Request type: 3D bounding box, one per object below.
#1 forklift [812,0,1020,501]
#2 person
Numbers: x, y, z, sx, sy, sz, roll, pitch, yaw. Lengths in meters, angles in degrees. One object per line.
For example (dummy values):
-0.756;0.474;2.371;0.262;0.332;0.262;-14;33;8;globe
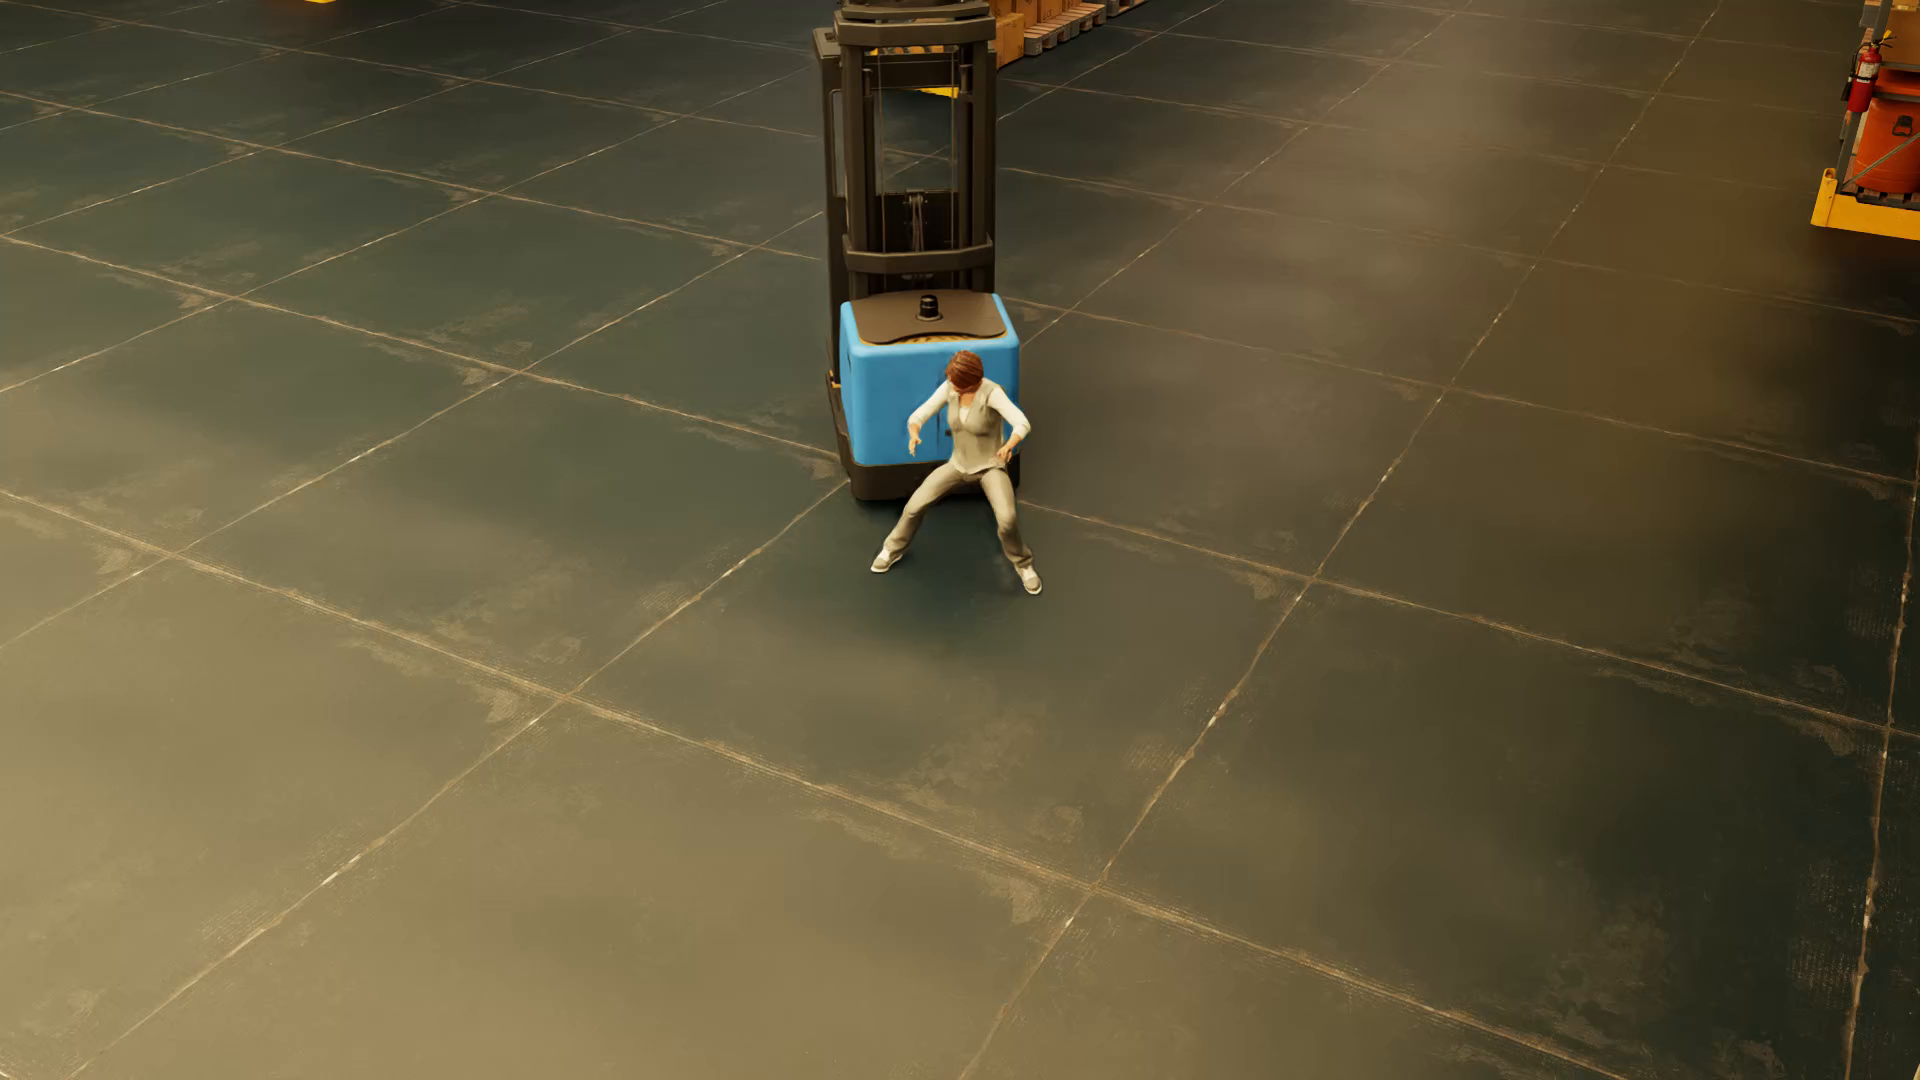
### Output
-0.353;-2.230;10.935;1.130;2.935;3.031;-4;30;-7;forklift
0.009;-0.348;9.309;0.986;1.295;0.637;18;34;28;person
